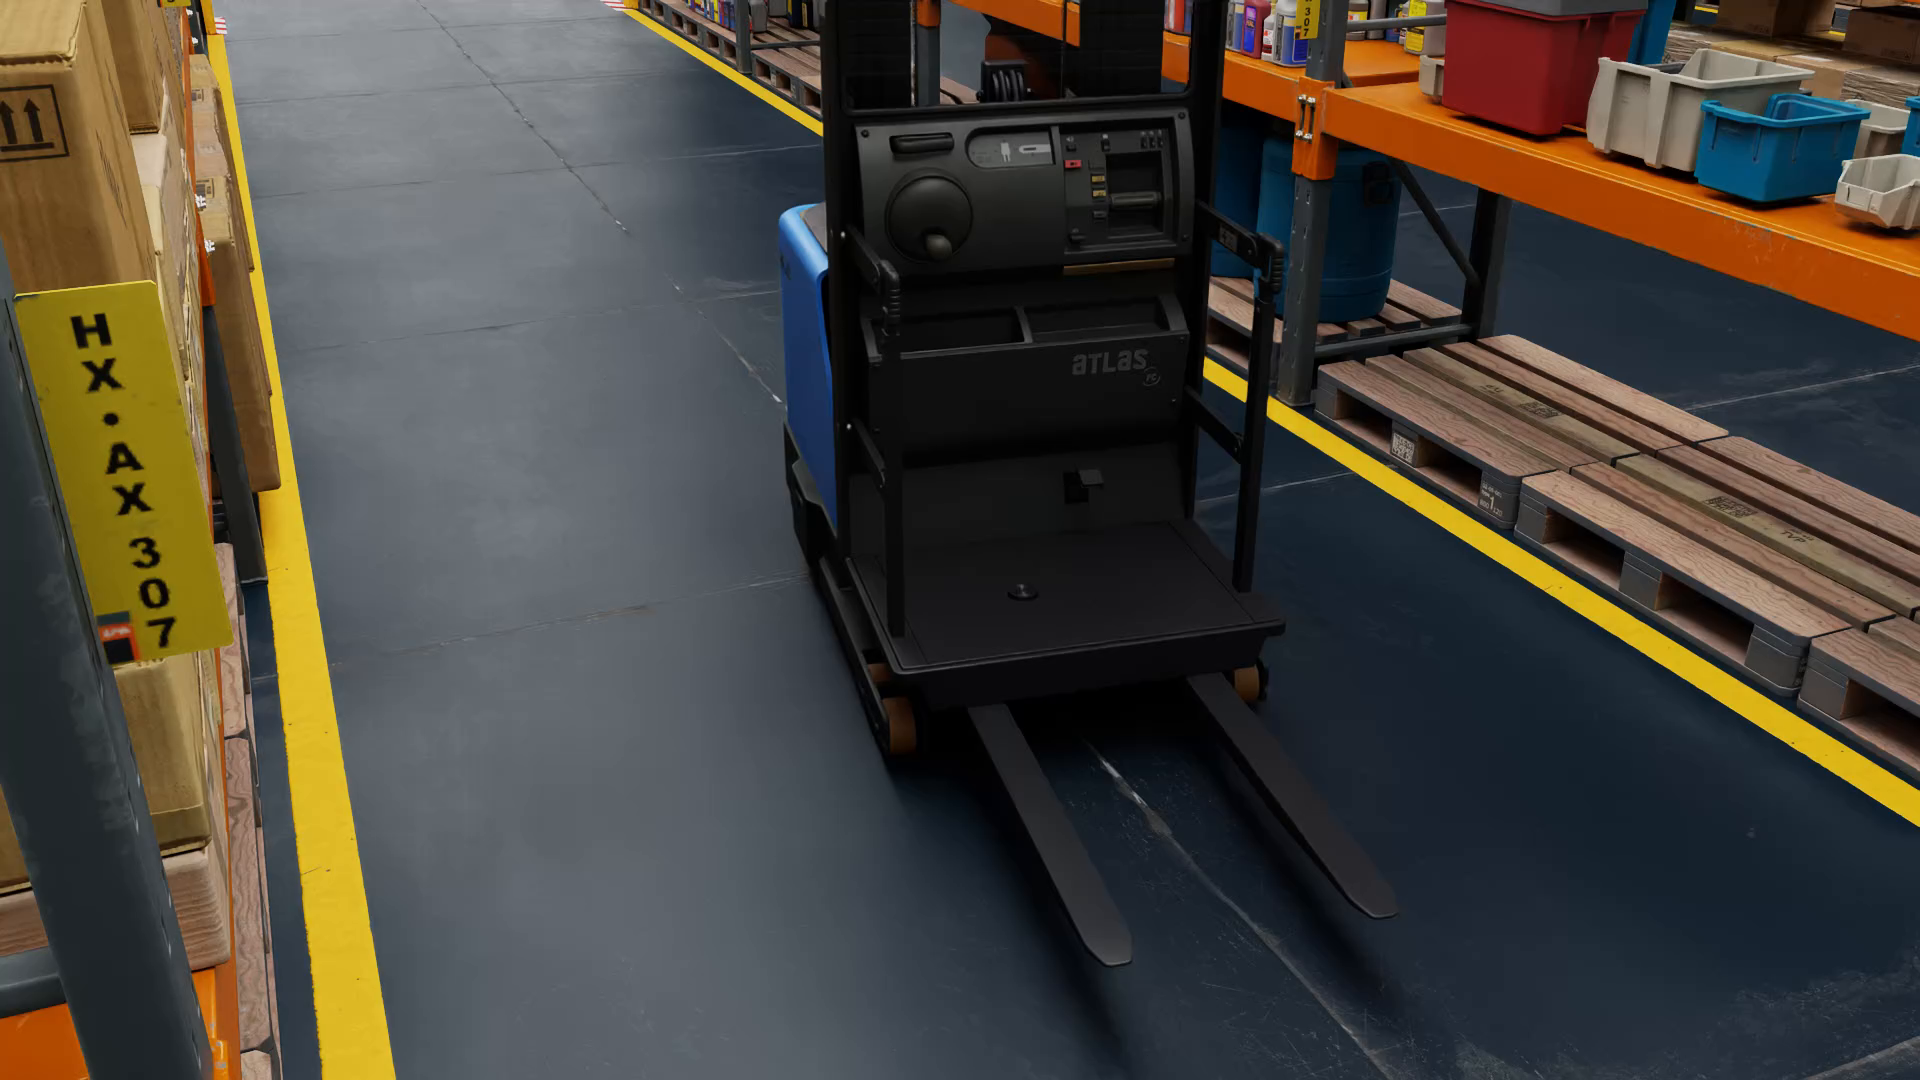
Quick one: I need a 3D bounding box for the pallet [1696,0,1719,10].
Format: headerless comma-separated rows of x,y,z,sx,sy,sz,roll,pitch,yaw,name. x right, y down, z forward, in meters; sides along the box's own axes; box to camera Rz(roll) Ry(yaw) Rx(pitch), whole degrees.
8.092,-5.361,16.490,1.003,0.211,1.213,-11,28,-21,pallet

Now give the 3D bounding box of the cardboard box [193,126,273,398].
-3.374,-0.995,6.312,1.225,0.875,0.875,-12,28,-22,cardboard box

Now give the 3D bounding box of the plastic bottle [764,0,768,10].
-1.753,-4.924,15.103,0.097,0.201,0.097,0,26,0,plastic bottle

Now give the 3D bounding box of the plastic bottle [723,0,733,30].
-1.922,-4.521,14.109,0.144,0.351,0.185,-12,29,-23,plastic bottle

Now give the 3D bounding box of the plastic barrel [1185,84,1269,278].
1.328,-1.751,7.830,0.600,0.901,0.708,-11,28,-21,plastic barrel

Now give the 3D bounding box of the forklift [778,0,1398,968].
0.240,-0.915,4.283,1.130,2.935,3.031,-7,27,-13,forklift

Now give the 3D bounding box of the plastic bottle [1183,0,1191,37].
1.070,-2.364,7.229,0.144,0.351,0.185,-11,28,-21,plastic bottle

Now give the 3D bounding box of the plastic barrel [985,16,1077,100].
0.444,-2.630,9.713,0.600,0.830,0.708,-11,28,-21,plastic barrel

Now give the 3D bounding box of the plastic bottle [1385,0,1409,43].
1.900,-2.296,7.181,0.097,0.271,0.097,0,26,0,plastic bottle

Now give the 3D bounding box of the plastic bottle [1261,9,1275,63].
1.281,-2.053,6.762,0.097,0.201,0.097,0,26,0,plastic bottle

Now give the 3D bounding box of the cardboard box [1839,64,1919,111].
5.524,-2.474,9.746,0.500,0.500,0.500,-10,28,-20,cardboard box

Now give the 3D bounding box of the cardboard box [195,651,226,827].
-1.125,0.279,2.046,0.380,0.149,0.250,-11,28,-21,cardboard box

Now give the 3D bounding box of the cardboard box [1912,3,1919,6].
8.928,-4.897,14.709,0.700,0.500,0.500,-11,28,-21,cardboard box

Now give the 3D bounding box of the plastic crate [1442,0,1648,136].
1.922,-1.649,5.566,0.402,0.464,0.583,-11,28,-21,plastic crate

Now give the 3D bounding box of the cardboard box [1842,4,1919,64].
5.809,-3.101,10.175,0.500,0.250,0.500,-11,28,-22,cardboard box

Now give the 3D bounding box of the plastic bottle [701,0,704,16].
-2.261,-4.777,14.803,0.097,0.201,0.097,0,26,0,plastic bottle

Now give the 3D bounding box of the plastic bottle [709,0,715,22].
-2.109,-4.684,14.528,0.152,0.276,0.135,-10,28,-20,plastic bottle

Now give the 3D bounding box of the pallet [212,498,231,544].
-3.126,-0.191,5.900,1.003,0.211,1.213,-11,28,-21,pallet

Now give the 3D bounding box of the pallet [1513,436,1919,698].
2.608,0.040,5.427,1.003,0.211,1.213,-11,28,-21,pallet

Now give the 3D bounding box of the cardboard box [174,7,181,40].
-3.710,-2.446,7.227,0.500,0.500,0.500,-11,28,-21,cardboard box

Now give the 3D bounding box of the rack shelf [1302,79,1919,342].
2.586,-0.866,4.924,1.077,0.370,4.000,-11,28,-21,rack shelf

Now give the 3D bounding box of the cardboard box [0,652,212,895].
-1.127,0.163,1.829,0.500,0.250,0.500,-11,28,-22,cardboard box

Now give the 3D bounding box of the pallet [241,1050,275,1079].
-1.573,1.413,2.615,1.003,0.211,1.213,-11,28,-21,pallet

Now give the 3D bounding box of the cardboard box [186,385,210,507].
-1.529,-0.136,2.897,0.380,0.149,0.250,-11,28,-21,cardboard box

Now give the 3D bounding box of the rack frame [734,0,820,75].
-1.330,-5.226,13.035,1.000,3.000,0.127,-11,28,-21,rack frame

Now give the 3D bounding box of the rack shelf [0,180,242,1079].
-1.971,-0.015,3.181,1.077,0.370,4.000,-11,28,-21,rack shelf

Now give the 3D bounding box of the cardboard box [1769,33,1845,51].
5.580,-2.989,10.801,0.500,0.500,0.500,-12,28,-22,cardboard box

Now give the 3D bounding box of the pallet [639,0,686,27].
-2.510,-5.236,16.234,1.003,0.211,1.213,-11,28,-21,pallet

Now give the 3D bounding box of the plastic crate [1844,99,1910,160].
2.762,-1.254,5.131,0.293,0.136,0.466,-11,28,-21,plastic crate

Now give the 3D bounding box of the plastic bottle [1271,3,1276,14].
1.284,-2.117,6.894,0.097,0.201,0.097,0,26,0,plastic bottle

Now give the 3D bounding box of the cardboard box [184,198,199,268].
-2.132,-0.758,4.170,0.380,0.149,0.250,-11,28,-21,cardboard box

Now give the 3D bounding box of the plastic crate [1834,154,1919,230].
2.519,-0.932,4.473,0.298,0.136,0.250,-11,28,-21,plastic crate

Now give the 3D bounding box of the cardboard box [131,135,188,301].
-1.935,-0.664,3.523,0.500,0.250,0.500,-10,28,-20,cardboard box

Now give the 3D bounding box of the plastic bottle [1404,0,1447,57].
1.948,-2.188,6.869,0.144,0.351,0.185,-11,28,-21,plastic bottle

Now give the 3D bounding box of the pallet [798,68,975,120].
-0.505,-3.169,12.001,1.003,0.211,1.213,-11,28,-21,pallet

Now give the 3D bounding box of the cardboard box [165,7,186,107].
-3.098,-1.824,5.953,0.500,0.500,0.500,-11,28,-22,cardboard box

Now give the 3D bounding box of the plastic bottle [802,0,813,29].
-1.301,-4.514,14.172,0.061,0.283,0.133,-11,28,-21,plastic bottle

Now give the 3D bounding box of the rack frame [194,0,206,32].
-7.454,-5.990,14.599,1.000,3.000,0.127,-11,28,-21,rack frame

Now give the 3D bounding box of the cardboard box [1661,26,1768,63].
4.921,-3.092,11.011,0.500,0.500,0.500,-12,28,-22,cardboard box

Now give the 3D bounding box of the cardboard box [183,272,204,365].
-1.830,-0.447,3.533,0.380,0.149,0.250,-11,28,-21,cardboard box

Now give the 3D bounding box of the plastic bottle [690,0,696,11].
-2.401,-4.938,15.039,0.061,0.283,0.133,-10,28,-20,plastic bottle

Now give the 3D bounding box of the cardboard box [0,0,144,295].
-1.323,-0.376,2.078,0.500,0.500,0.500,-11,28,-22,cardboard box

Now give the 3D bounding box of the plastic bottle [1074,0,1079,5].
0.652,-2.765,8.136,0.152,0.276,0.135,-11,28,-21,plastic bottle

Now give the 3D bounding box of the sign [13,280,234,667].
-0.675,-0.048,1.353,0.100,0.325,0.005,-11,28,-21,sign

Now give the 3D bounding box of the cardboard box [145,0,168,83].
-2.328,-1.409,4.194,0.500,0.500,0.500,-10,28,-19,cardboard box
